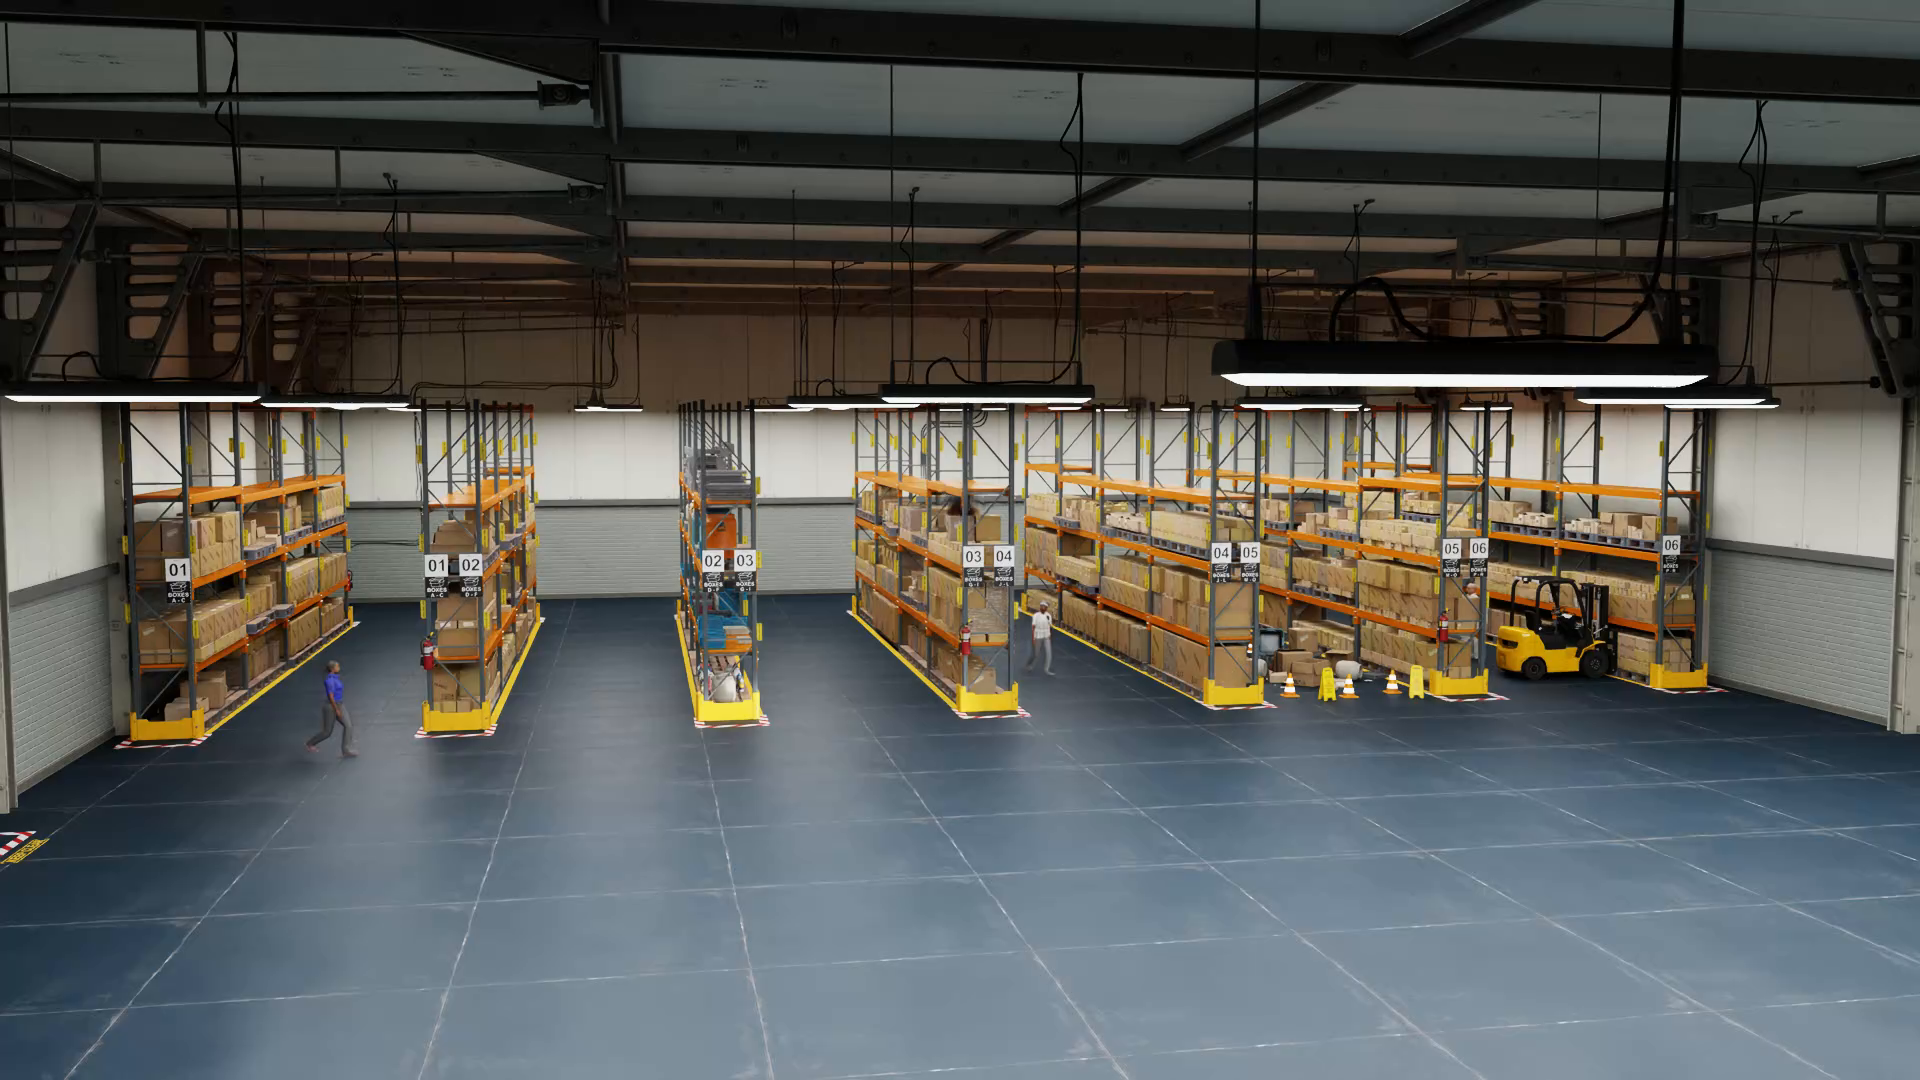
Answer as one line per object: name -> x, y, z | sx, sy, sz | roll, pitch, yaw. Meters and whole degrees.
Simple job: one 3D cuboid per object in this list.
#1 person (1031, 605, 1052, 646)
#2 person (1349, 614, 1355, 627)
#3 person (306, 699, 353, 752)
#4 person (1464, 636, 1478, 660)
person -> 1.787, 1.904, 36.530 | 0.558, 0.924, 0.369 | -2, 5, -25
person -> 10.157, 1.711, 42.737 | 0.358, 1.456, 0.532 | 2, 5, 22
person -> -10.549, 3.099, 27.849 | 0.703, 0.905, 0.386 | 1, 4, 12
person -> 11.916, 2.020, 38.971 | 0.513, 1.539, 0.490 | 1, 4, 13
